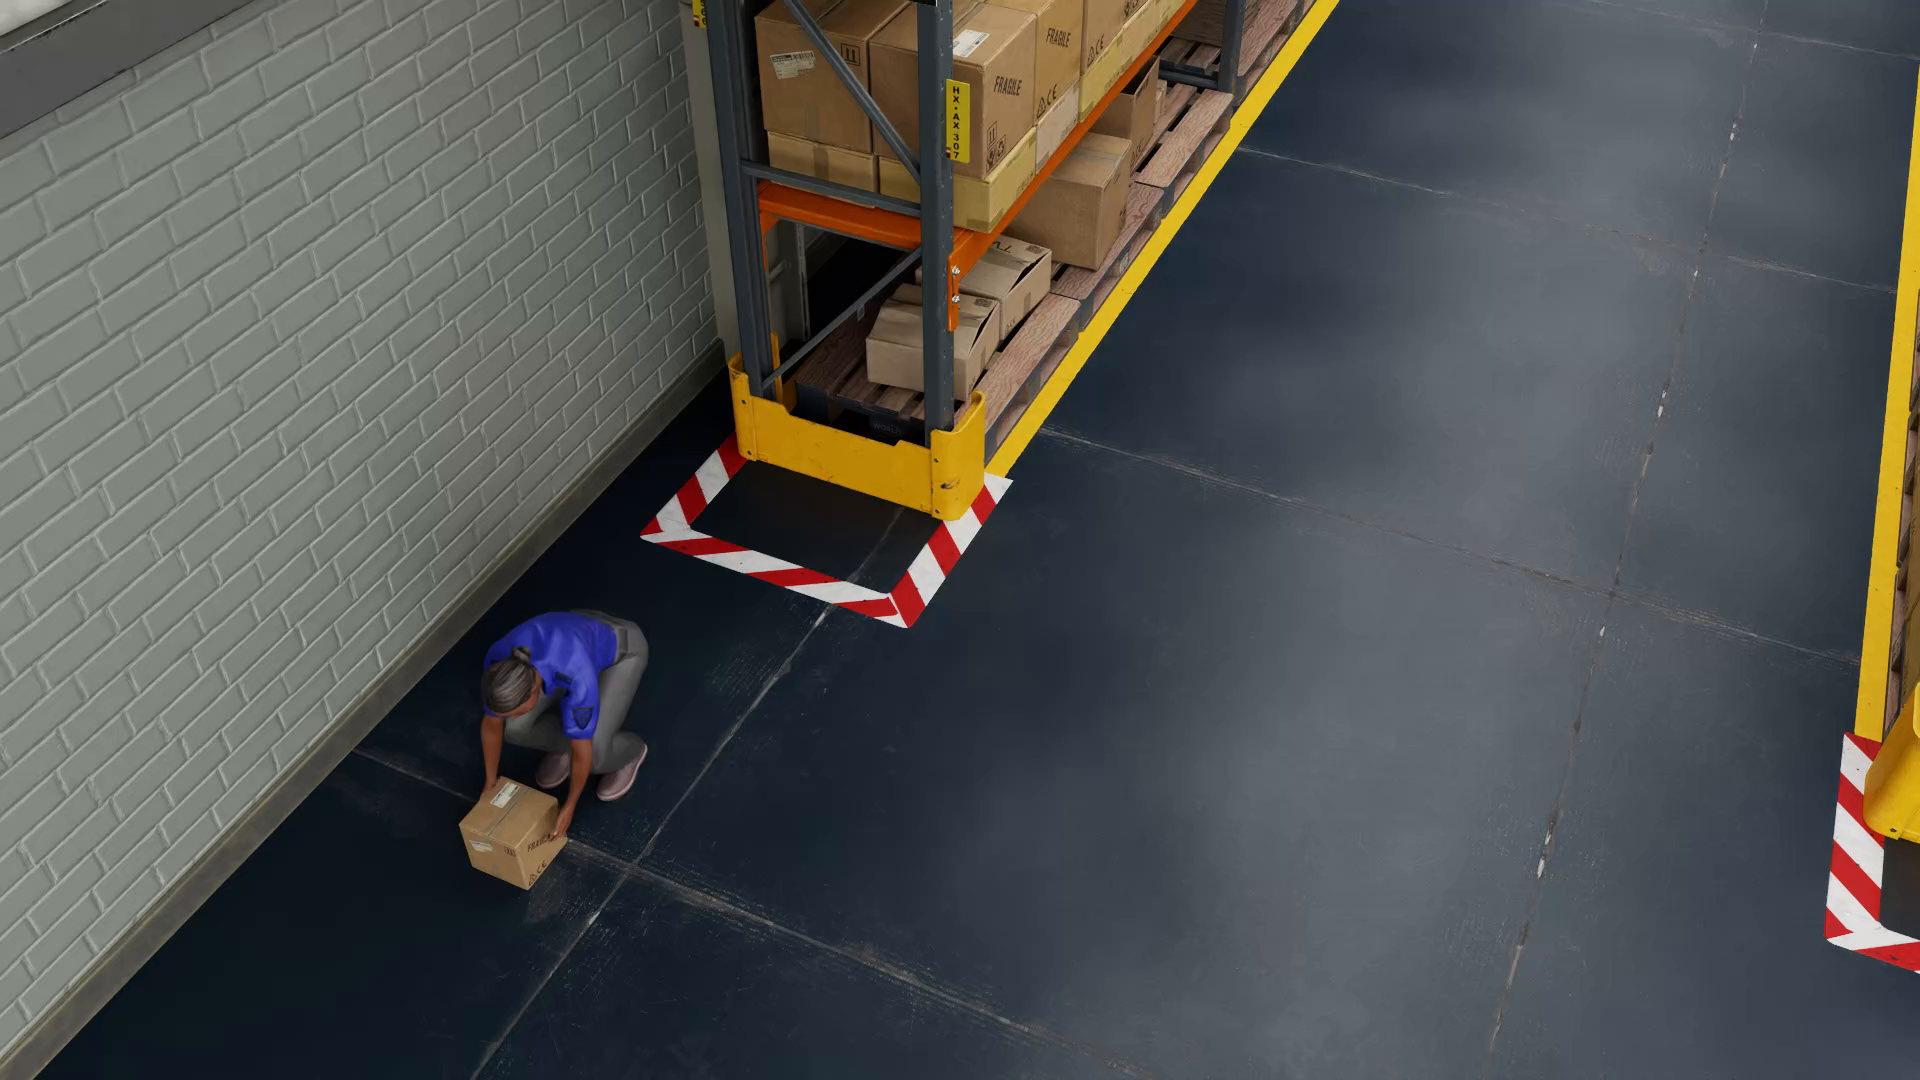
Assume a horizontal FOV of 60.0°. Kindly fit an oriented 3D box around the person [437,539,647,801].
[{"bbox_3d":[-1.466,0.428,5.858,0.404,1.444,0.709,17,45,17],"label":"person"}]
